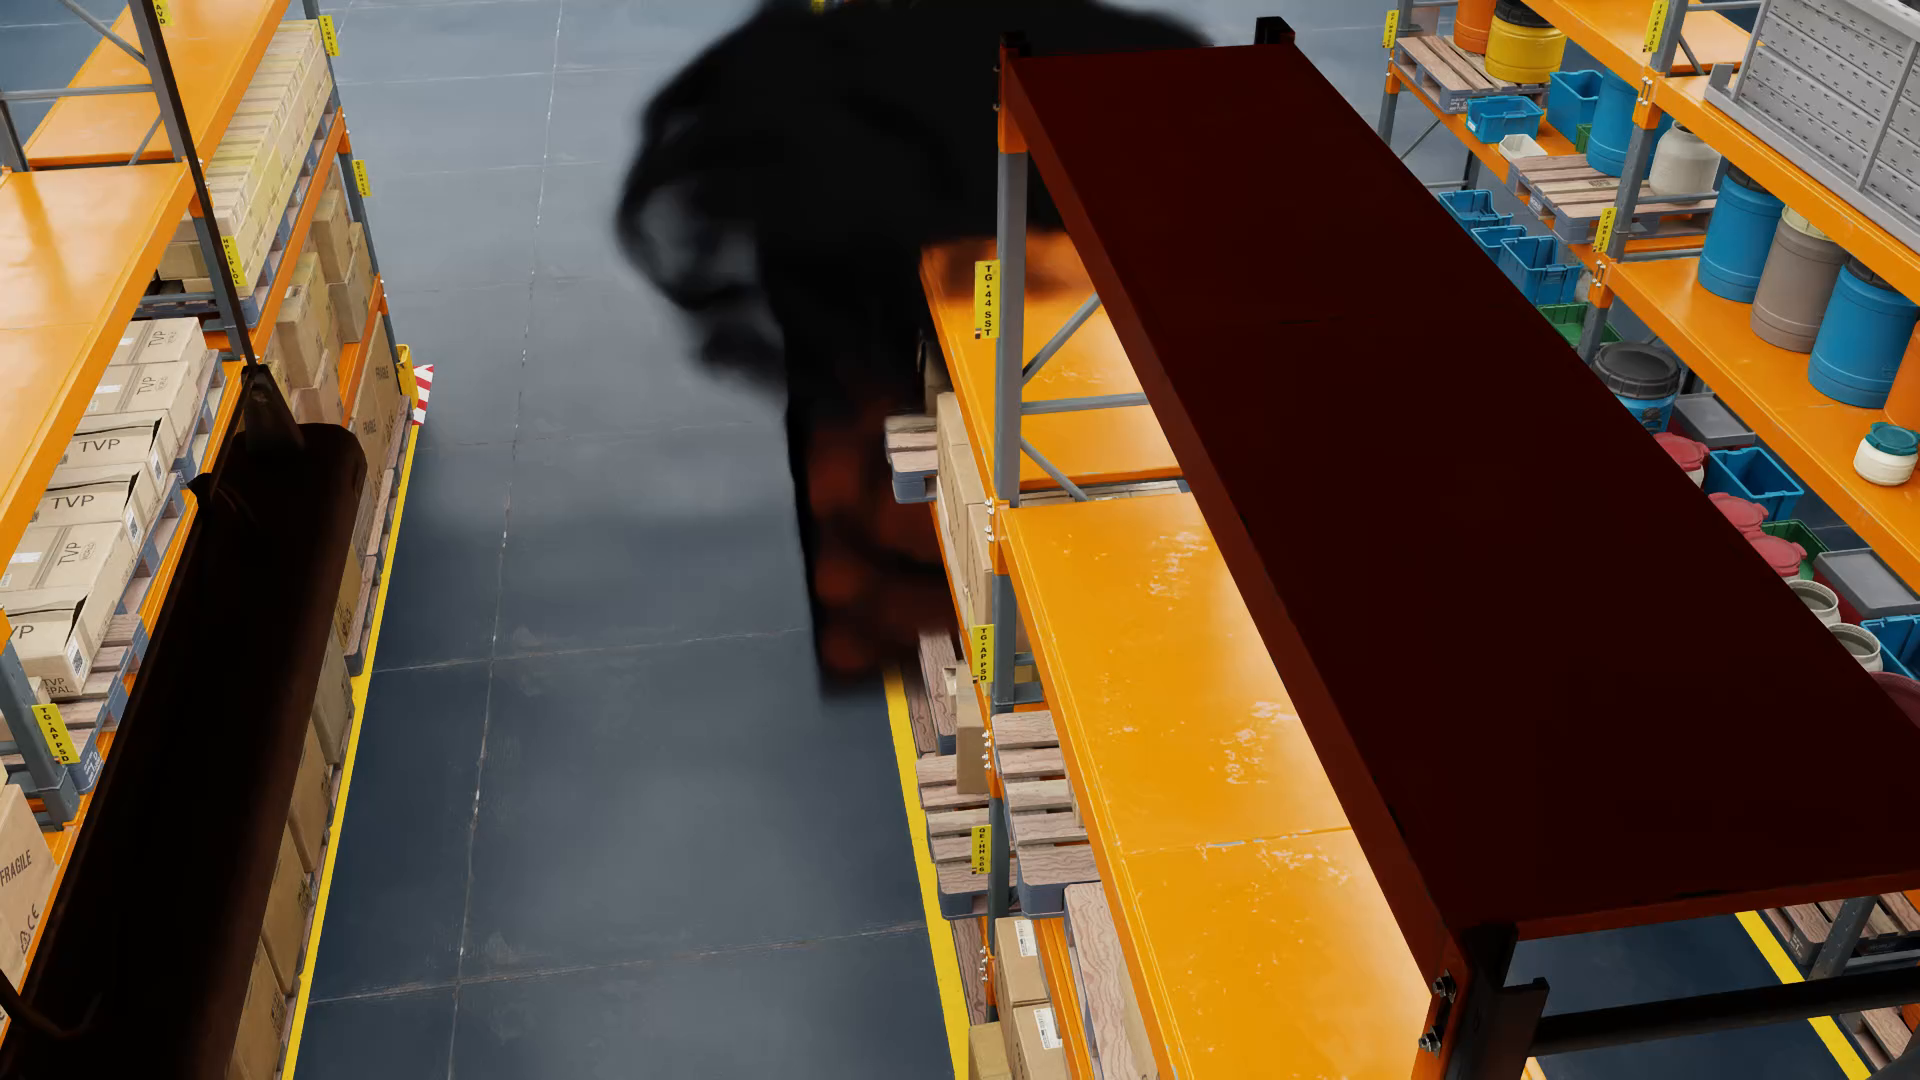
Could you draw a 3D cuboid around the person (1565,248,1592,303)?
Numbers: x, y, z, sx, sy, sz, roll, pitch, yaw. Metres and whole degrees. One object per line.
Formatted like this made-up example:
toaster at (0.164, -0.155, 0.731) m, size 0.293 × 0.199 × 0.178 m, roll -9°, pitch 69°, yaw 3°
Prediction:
person at (5.829, -2.797, 15.473) m, size 0.614 × 1.565 × 0.644 m, roll -21°, pitch 41°, yaw -26°
